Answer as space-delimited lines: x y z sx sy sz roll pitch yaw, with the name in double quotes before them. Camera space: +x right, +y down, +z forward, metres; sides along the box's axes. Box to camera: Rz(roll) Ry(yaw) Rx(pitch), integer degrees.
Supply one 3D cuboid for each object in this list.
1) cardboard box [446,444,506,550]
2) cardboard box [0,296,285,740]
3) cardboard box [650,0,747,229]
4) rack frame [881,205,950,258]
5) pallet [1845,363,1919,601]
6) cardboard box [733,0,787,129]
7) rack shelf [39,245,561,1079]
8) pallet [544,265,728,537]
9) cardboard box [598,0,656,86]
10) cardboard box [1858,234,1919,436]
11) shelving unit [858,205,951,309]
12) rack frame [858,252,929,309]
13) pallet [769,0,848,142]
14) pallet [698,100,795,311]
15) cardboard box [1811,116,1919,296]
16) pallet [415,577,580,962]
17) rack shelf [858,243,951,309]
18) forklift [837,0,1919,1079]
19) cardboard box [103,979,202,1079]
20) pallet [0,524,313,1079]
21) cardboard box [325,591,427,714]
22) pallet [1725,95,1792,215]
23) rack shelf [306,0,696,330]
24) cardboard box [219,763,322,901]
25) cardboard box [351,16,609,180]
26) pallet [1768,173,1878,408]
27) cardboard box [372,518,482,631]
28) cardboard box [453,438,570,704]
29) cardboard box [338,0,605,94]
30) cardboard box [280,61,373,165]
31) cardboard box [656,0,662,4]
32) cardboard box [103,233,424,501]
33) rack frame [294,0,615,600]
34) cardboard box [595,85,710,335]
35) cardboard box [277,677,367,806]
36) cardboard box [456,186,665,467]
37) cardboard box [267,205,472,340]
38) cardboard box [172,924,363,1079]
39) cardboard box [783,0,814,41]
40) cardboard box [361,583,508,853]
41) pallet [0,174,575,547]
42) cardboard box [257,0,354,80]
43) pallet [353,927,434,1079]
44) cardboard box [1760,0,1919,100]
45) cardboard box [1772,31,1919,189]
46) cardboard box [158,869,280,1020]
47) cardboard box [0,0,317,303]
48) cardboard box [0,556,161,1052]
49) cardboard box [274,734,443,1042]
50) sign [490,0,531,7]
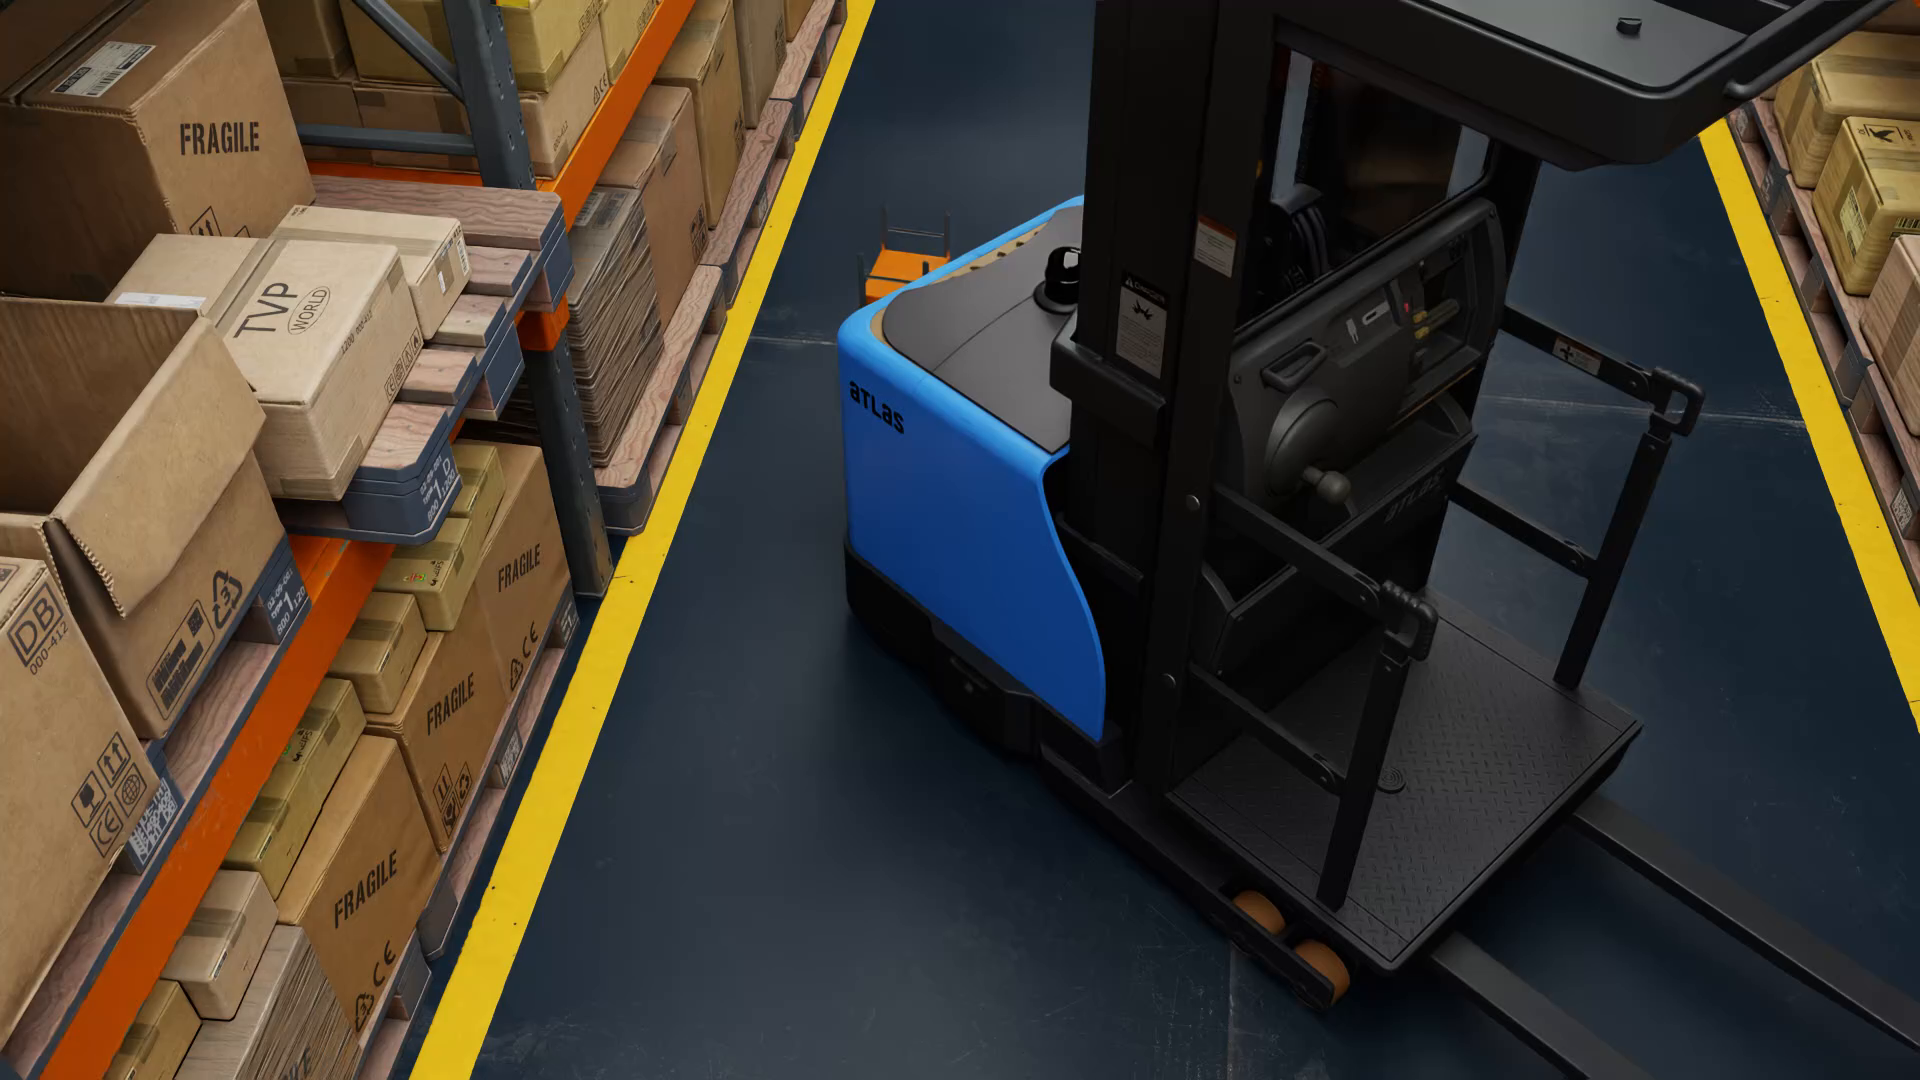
"cardboard box" -1.387 -0.116 4.231 0.380 0.149 0.250 3 44 3
"cardboard box" -1.605 -0.056 2.746 0.797 0.503 0.637 4 44 5
"cardboard box" -1.309 -1.614 6.194 0.875 0.625 0.625 4 44 4
"rack frame" -0.127 -0.552 5.070 0.200 1.050 0.008 9 44 10
"pallet" 3.453 -0.066 5.166 1.003 0.211 1.213 5 44 6
"cardboard box" -1.212 -2.126 6.736 0.875 0.625 0.625 5 44 5
"rack shelf" -1.837 0.629 2.927 1.077 0.370 4.000 5 44 6
"pallet" -1.425 -0.540 5.667 1.003 0.211 1.213 5 44 6
"cardboard box" -1.200 -1.563 4.828 0.500 0.250 0.500 4 44 5
"cardboard box" 3.522 -0.632 5.342 0.950 0.372 0.625 4 44 5
"shelving unit" -0.154 -0.470 4.983 0.215 1.050 0.252 9 44 10
"rack frame" -0.182 -0.389 4.897 0.200 1.050 0.008 9 44 10
"pallet" -1.102 -2.203 7.423 1.003 0.211 1.213 5 44 6
"pallet" -1.261 -1.369 6.542 1.003 0.211 1.213 5 44 6
"cardboard box" 3.628 -1.149 5.887 0.950 0.372 0.625 7 44 7
"pallet" -1.709 0.523 4.544 1.003 0.211 1.213 5 44 6
"rack shelf" -0.154 -0.669 4.795 0.215 0.259 0.240 9 44 10
"forklift" 1.035 -0.331 3.468 1.130 2.935 3.031 -33 52 -30
"cardboard box" -1.673 0.948 3.108 0.380 0.149 0.250 5 44 6
"pallet" -1.825 0.401 2.785 1.003 0.211 1.213 5 44 6
"cardboard box" -1.471 0.249 3.847 0.380 0.149 0.250 4 44 4
"pallet" 3.776 -1.729 6.922 1.003 0.211 1.213 5 44 6
"rack shelf" -1.308 -2.097 5.806 1.077 0.370 4.000 5 44 6
"cardboard box" -1.583 0.595 3.481 0.380 0.149 0.250 5 44 5
"cardboard box" -1.272 -1.221 4.467 0.500 0.250 0.500 5 44 6
"pallet" 3.617 -0.895 6.042 1.003 0.211 1.213 5 44 6
"cardboard box" -1.392 0.073 4.032 0.380 0.149 0.250 3 44 3
"cardboard box" -1.415 0.068 4.509 0.500 0.500 0.500 6 44 7
"cardboard box" -1.247 -1.400 4.292 0.500 0.250 0.500 5 44 5
"cardboard box" -1.767 -1.270 4.519 0.500 0.250 0.500 4 44 5
"cardboard box" -1.139 -1.915 5.199 0.500 0.250 0.500 4 44 4
"cardboard box" -1.391 -0.344 3.236 0.500 0.250 0.500 3 44 4
"rack frame" -1.572 -0.995 4.119 1.000 3.000 0.127 5 44 6
"cardboard box" -1.398 -1.155 5.710 0.875 0.625 0.625 7 44 7
"cardboard box" -1.550 0.424 3.661 0.380 0.149 0.250 6 44 7
"cardboard box" -1.476 -0.709 5.239 0.875 0.625 0.625 7 44 7
"cardboard box" -1.279 -0.574 3.551 0.380 0.149 0.250 6 44 6
"cardboard box" -1.609 1.121 3.397 0.500 0.500 0.500 4 44 4
"cardboard box" -1.101 -2.655 7.294 0.875 0.625 0.625 7 44 7
"cardboard box" -1.492 0.408 4.150 0.500 0.500 0.500 5 44 5
"pallet" -1.592 -0.457 3.690 1.213 0.211 1.003 5 44 6
"cardboard box" -1.788 -1.453 4.349 0.500 0.250 0.500 6 44 6
"pallet" -1.872 1.352 3.668 1.003 0.211 1.213 5 44 6
"cardboard box" 3.810 -2.113 6.906 0.950 0.372 0.625 6 44 6
"cardboard box" 3.718 -1.623 6.388 0.950 0.372 0.625 8 44 8
"cardboard box" -1.590 0.786 3.280 0.380 0.149 0.250 3 44 4
"cardboard box" -1.795 -0.847 3.585 0.500 0.500 0.500 7 44 7
"cardboard box" -1.643 0.345 2.326 0.700 0.500 0.500 5 44 5
"cardboard box" -1.558 0.765 3.773 0.500 0.500 0.500 7 44 7
"sign" -1.033 -1.344 3.703 0.100 0.325 0.005 5 44 6
